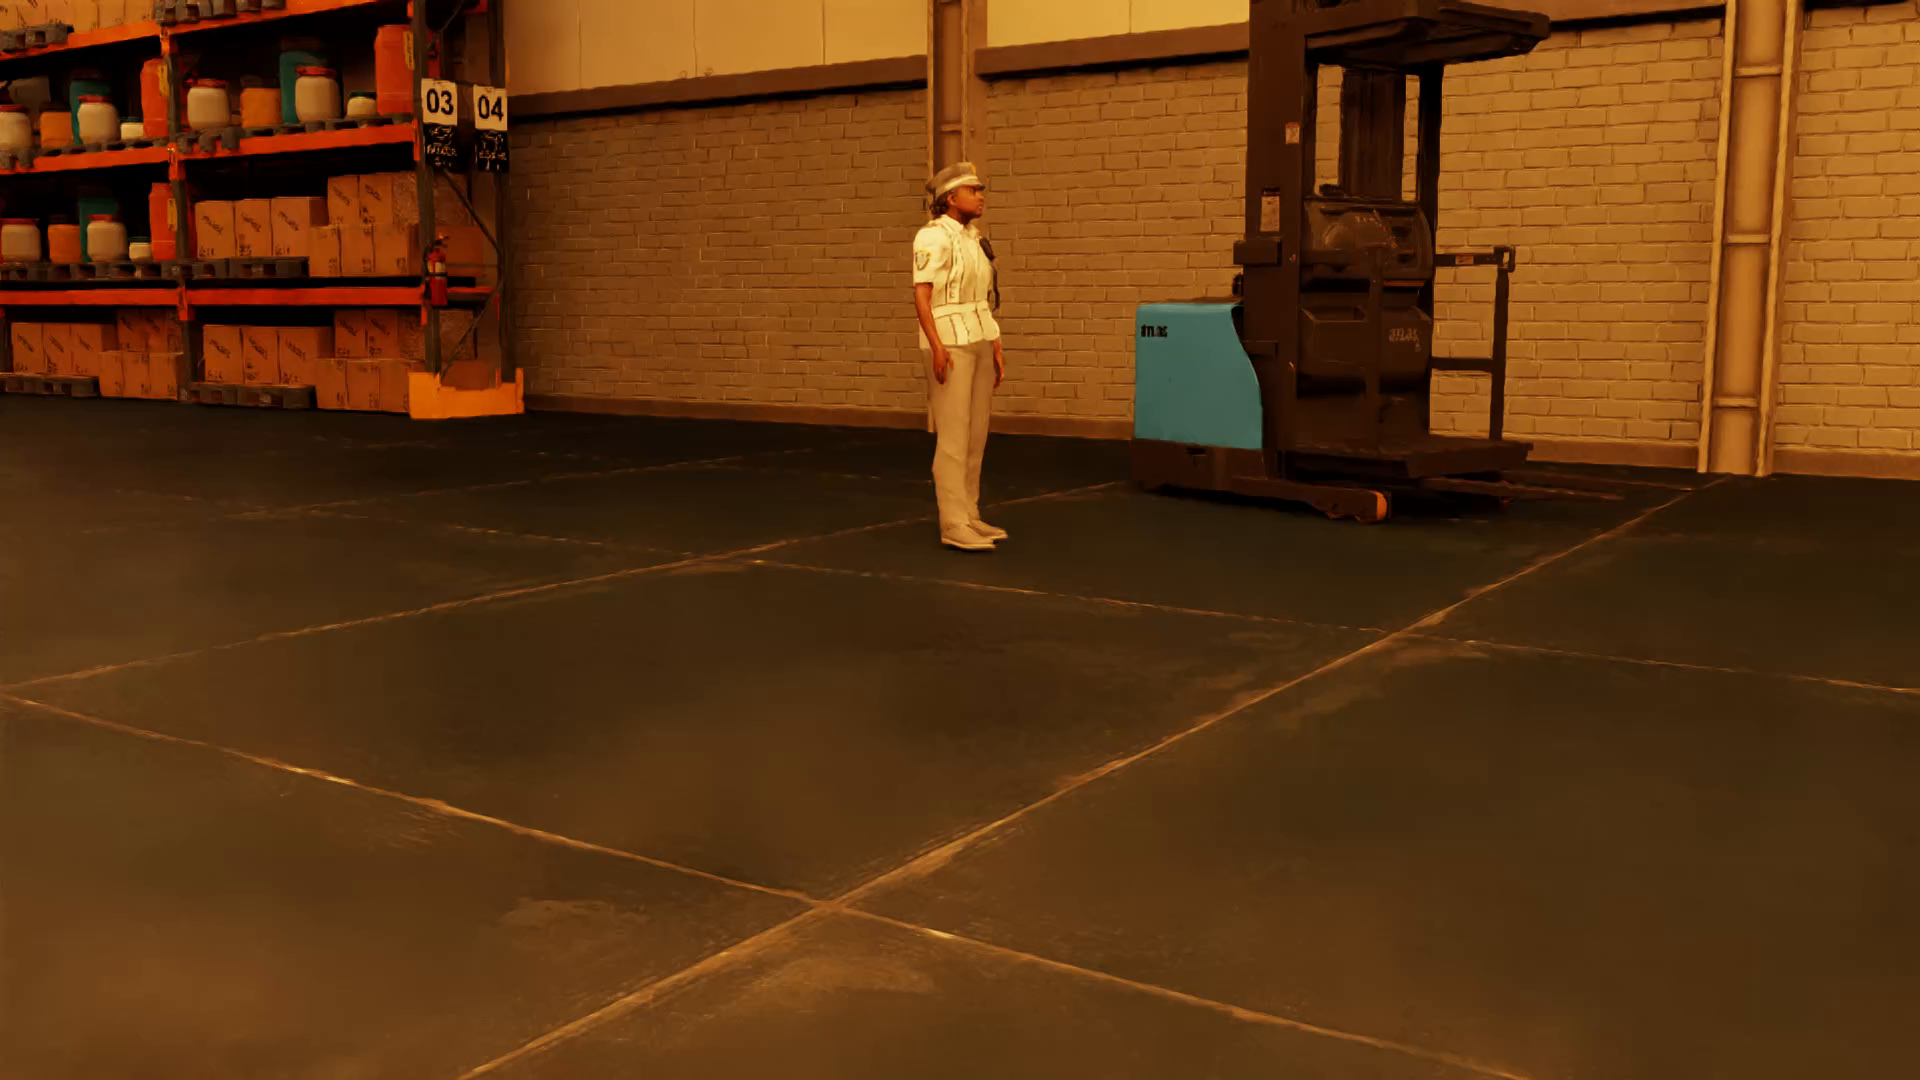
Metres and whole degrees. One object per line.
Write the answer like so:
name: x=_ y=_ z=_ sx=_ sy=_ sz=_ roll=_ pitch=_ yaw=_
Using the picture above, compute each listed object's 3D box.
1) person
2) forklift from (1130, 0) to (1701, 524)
person: x=0.051 y=-0.838 z=7.426 sx=0.529 sy=1.695 sz=0.570 roll=5 pitch=10 yaw=34
forklift: x=2.255 y=-1.608 z=8.499 sx=1.130 sy=2.935 sz=3.031 roll=-6 pitch=10 yaw=-36
